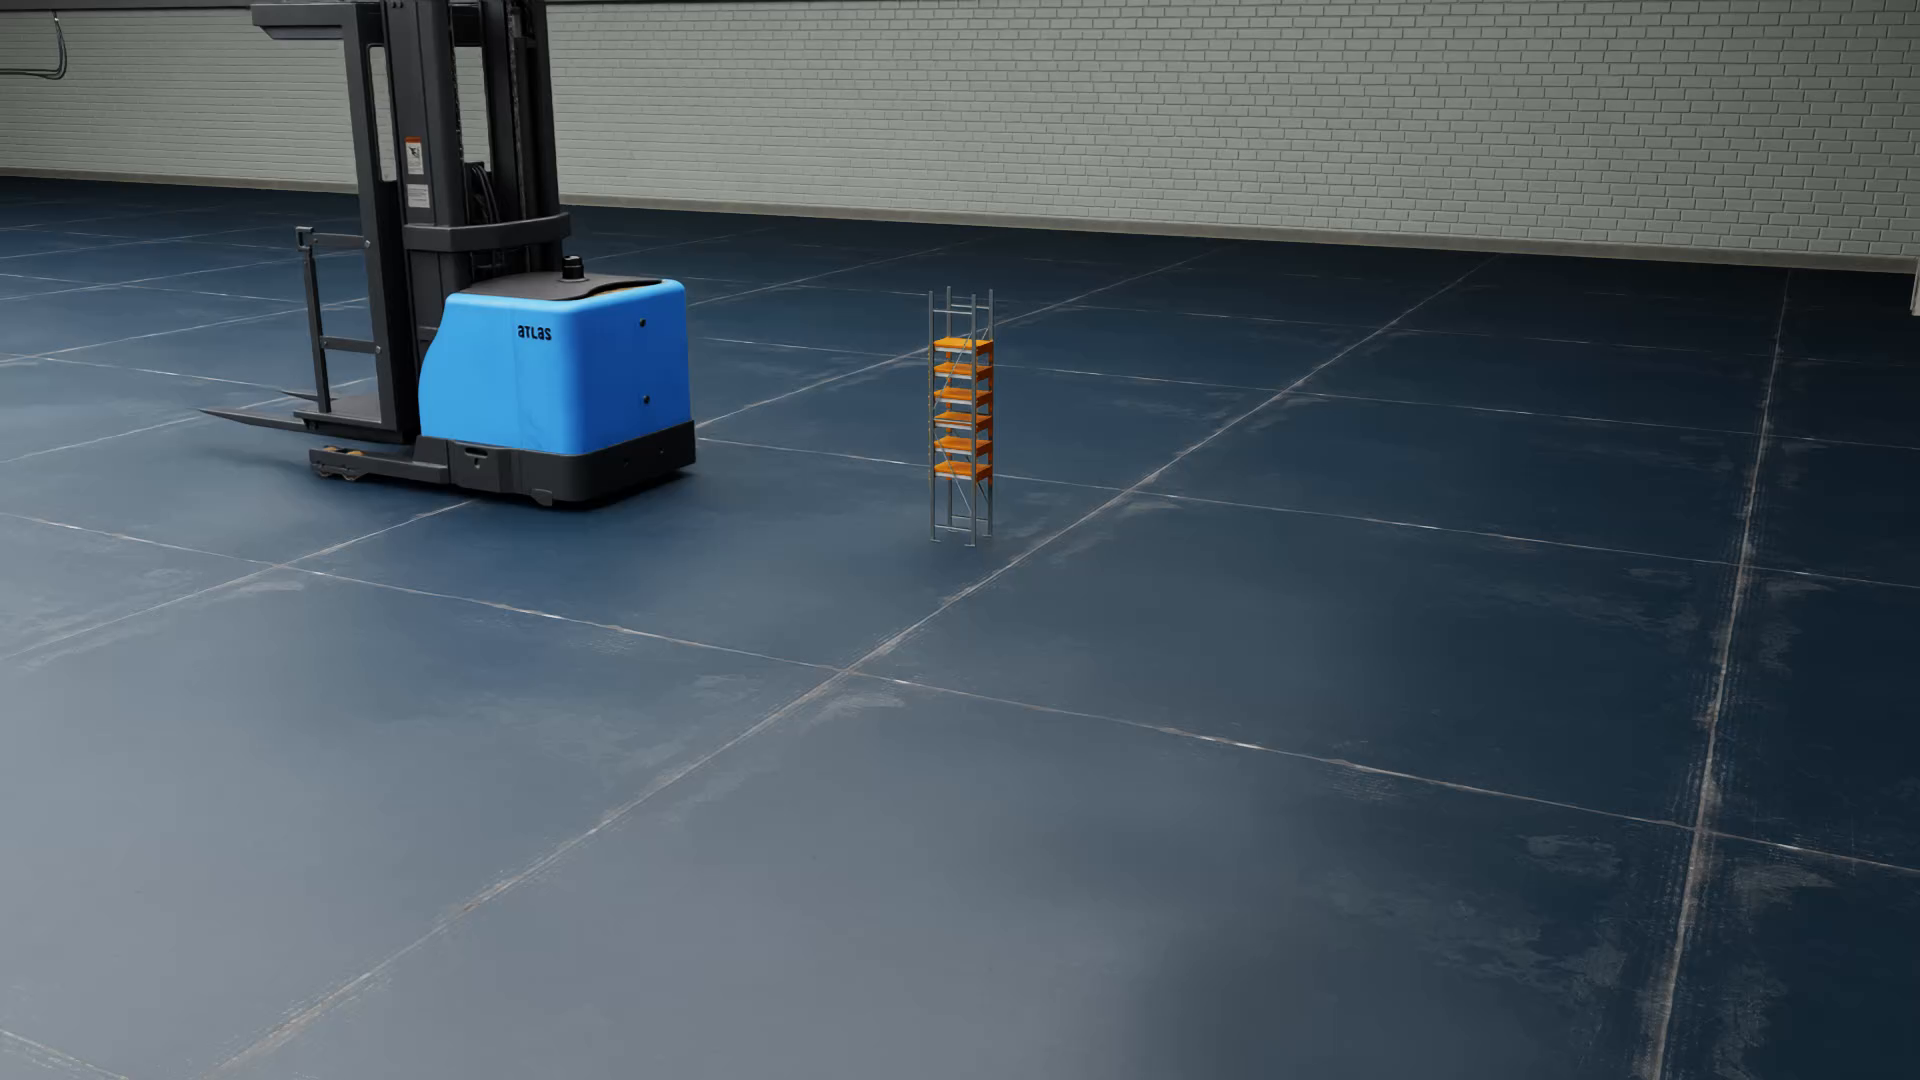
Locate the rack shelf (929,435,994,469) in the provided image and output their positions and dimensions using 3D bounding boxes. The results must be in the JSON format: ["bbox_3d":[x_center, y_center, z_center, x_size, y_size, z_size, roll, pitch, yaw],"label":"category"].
[{"bbox_3d":[0.006,-0.421,7.913,0.258,0.103,0.180,8,18,25],"label":"rack shelf"}]

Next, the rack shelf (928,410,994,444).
[{"bbox_3d":[0.006,-0.536,7.879,0.258,0.103,0.180,8,18,25],"label":"rack shelf"}]

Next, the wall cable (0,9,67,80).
[{"bbox_3d":[-17.017,-9.440,29.455,3.097,2.526,0.112,8,18,25],"label":"wall cable"}]

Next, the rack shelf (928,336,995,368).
[{"bbox_3d":[0.006,-0.881,7.776,0.258,0.103,0.180,8,18,25],"label":"rack shelf"}]

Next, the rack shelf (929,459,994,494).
[{"bbox_3d":[0.006,-0.306,7.947,0.258,0.103,0.180,8,18,25],"label":"rack shelf"}]

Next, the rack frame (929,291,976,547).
[{"bbox_3d":[-0.034,-0.556,7.787,0.240,1.200,0.006,8,18,25],"label":"rack frame"}]

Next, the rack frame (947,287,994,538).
[{"bbox_3d":[0.047,-0.602,7.944,0.240,1.200,0.006,8,18,25],"label":"rack frame"}]

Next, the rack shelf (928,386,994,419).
[{"bbox_3d":[0.006,-0.651,7.844,0.258,0.103,0.180,8,18,25],"label":"rack shelf"}]

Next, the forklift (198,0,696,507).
[{"bbox_3d":[-3.016,-1.850,9.106,3.031,2.935,1.130,8,18,26],"label":"forklift"}]

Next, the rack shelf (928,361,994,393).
[{"bbox_3d":[0.006,-0.766,7.810,0.258,0.103,0.180,8,18,25],"label":"rack shelf"}]

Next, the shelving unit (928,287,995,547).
[{"bbox_3d":[0.006,-0.579,7.866,0.258,1.200,0.189,8,18,25],"label":"shelving unit"}]

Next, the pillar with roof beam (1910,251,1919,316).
[{"bbox_3d":[4.813,-6.886,15.404,9.100,9.000,0.400,8,18,25],"label":"pillar with roof beam"}]
